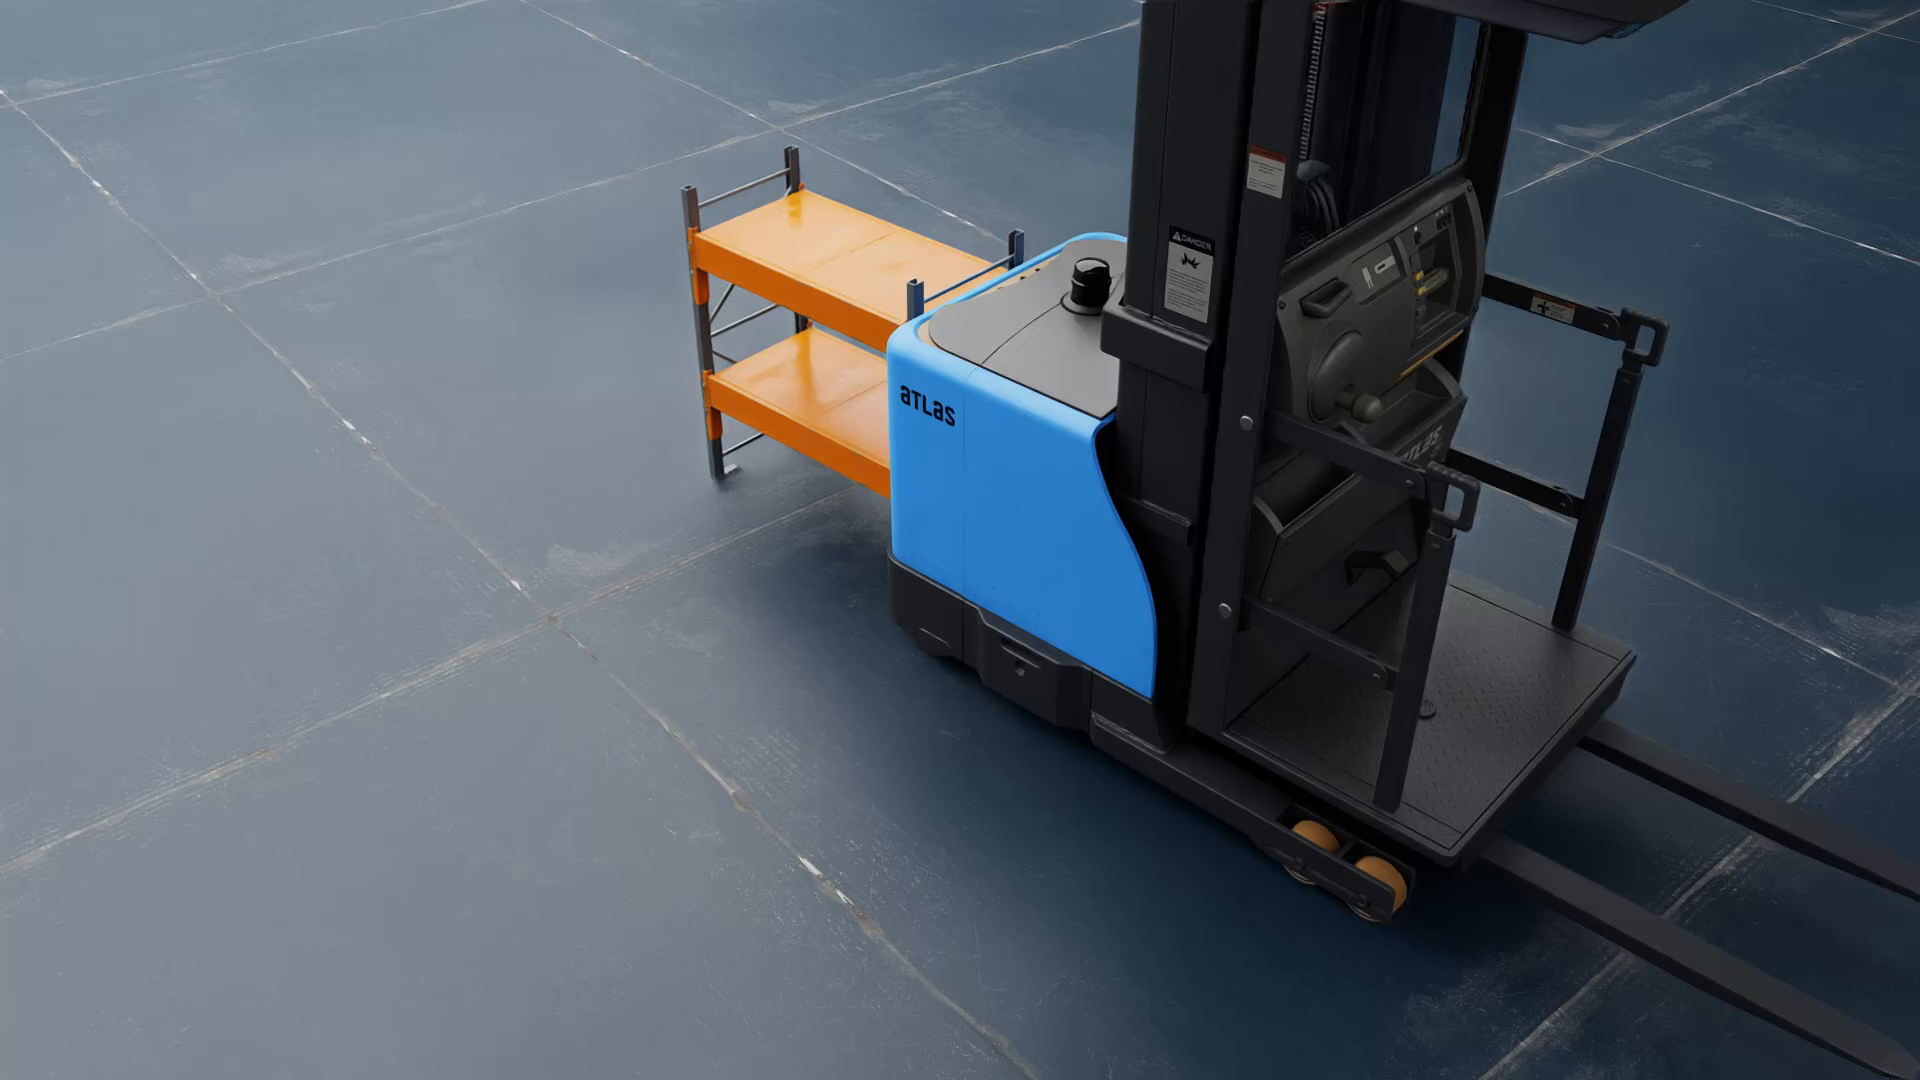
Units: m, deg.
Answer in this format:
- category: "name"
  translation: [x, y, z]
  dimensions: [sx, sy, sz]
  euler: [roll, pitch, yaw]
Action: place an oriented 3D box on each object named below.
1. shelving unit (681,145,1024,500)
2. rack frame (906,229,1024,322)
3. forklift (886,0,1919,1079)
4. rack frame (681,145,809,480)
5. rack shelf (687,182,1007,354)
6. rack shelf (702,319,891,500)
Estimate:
- category: "shelving unit"
  translation: [-0.356, -0.593, 5.614]
  dimensions: [1.048, 1.125, 0.538]
  euler: [28, 44, 33]
- category: "rack frame"
  translation: [0.021, -0.396, 5.336]
  dimensions: [0.032, 1.125, 0.500]
  euler: [28, 44, 33]
- category: "forklift"
  translation: [1.204, -0.547, 3.986]
  dimensions: [3.031, 2.935, 1.130]
  euler: [28, 44, 33]
- category: "rack frame"
  translation: [-0.733, -0.790, 5.892]
  dimensions: [0.032, 1.125, 0.500]
  euler: [28, 44, 33]
- category: "rack shelf"
  translation: [-0.356, -0.832, 5.445]
  dimensions: [1.000, 0.278, 0.538]
  euler: [28, 44, 33]
- category: "rack shelf"
  translation: [-0.356, -0.393, 5.755]
  dimensions: [1.000, 0.278, 0.538]
  euler: [28, 44, 33]
